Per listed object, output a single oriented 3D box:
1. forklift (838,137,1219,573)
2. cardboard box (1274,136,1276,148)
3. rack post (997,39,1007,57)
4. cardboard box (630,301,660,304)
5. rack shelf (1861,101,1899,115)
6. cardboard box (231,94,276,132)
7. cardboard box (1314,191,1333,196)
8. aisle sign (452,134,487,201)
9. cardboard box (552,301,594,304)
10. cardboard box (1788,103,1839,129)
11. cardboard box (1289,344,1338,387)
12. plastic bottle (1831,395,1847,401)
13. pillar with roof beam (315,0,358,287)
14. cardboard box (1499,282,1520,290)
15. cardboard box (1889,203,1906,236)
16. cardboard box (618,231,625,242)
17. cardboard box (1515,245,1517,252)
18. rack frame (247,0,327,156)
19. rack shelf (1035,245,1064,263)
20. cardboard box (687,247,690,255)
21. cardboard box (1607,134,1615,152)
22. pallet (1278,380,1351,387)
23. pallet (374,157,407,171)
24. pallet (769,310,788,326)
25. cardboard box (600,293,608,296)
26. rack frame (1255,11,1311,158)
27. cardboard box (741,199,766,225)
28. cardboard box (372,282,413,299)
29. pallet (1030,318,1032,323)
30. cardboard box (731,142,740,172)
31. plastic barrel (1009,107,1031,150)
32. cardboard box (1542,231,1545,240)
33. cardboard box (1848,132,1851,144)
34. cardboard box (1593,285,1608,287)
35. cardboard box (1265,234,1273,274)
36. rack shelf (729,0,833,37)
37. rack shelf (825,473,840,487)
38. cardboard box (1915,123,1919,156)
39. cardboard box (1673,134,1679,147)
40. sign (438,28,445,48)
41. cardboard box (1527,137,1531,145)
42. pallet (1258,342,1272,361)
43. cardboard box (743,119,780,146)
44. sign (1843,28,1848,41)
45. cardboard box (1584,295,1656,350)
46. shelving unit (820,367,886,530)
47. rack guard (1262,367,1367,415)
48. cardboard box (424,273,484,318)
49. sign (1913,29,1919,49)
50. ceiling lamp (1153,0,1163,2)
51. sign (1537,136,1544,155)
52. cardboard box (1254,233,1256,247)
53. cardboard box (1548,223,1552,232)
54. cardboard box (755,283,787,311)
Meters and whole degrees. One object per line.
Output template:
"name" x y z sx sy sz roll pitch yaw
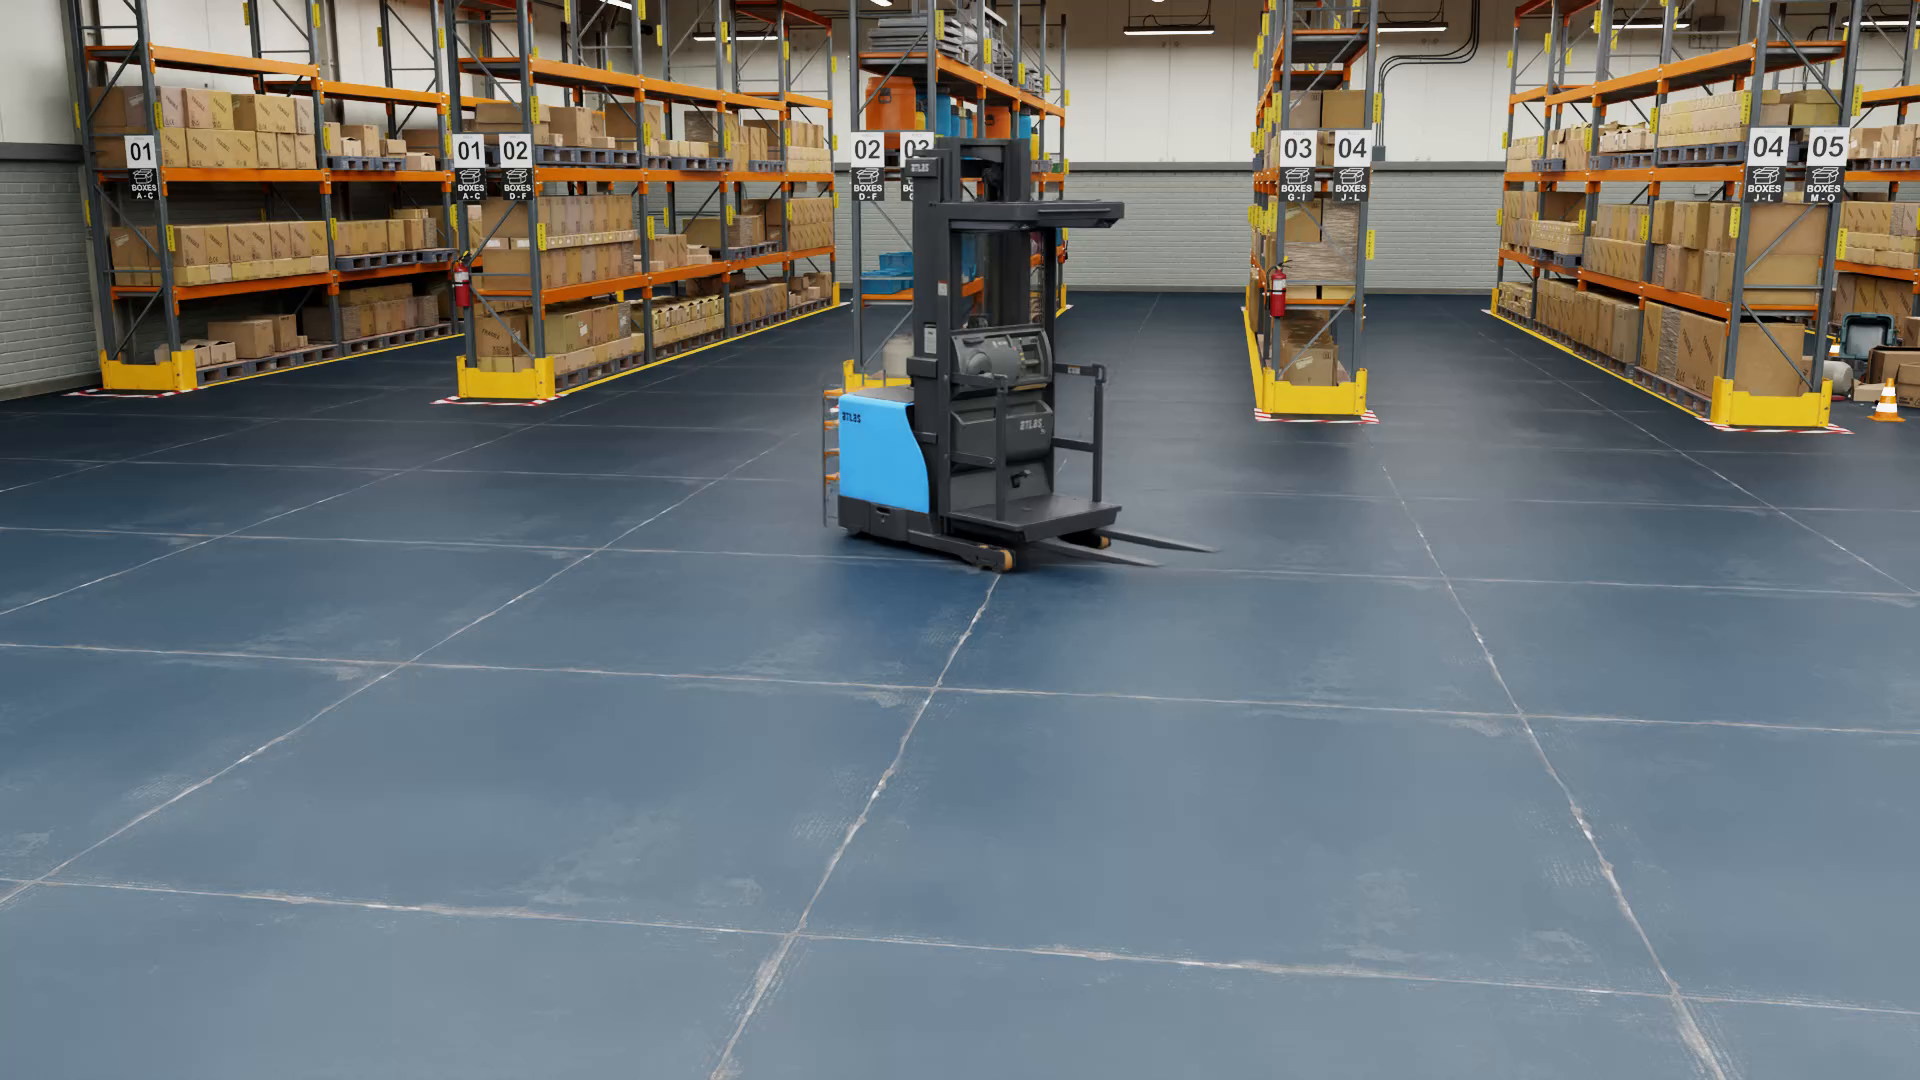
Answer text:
"forklift" 0.451 -1.325 11.685 1.130 2.935 3.031 -11 17 -42
"cardboard box" 4.218 -5.094 21.300 0.380 0.149 0.250 2 12 8
"rack post" 0.475 -8.125 27.612 0.624 0.289 0.986 2 12 9
"cardboard box" -5.044 -3.650 26.507 0.500 0.311 0.500 2 12 8
"rack shelf" 16.061 -7.928 30.578 1.077 0.370 4.000 2 12 9
"cardboard box" -9.905 -5.941 23.162 0.500 0.500 0.500 1 12 7
"cardboard box" 4.992 -4.442 23.562 1.000 1.000 1.000 2 12 9
"aisle sign" -5.972 -4.538 20.259 0.394 0.787 0.004 2 12 9
"cardboard box" -5.506 -3.141 23.698 0.500 0.500 0.500 2 12 9
"cardboard box" 9.329 -4.652 18.257 0.500 0.250 0.500 2 12 9
"cardboard box" 4.229 -2.062 19.879 0.500 0.500 0.500 4 13 19
"plastic bottle" 10.746 -1.743 20.436 0.283 0.061 0.133 -2 12 -11
"pillar with roof beam" -6.138 -7.647 26.616 9.100 9.000 0.400 2 12 9
"cardboard box" 11.046 -5.103 33.409 0.380 0.149 0.250 1 12 6
"cardboard box" 15.030 -5.055 26.217 0.500 0.500 0.500 2 12 10
"cardboard box" -4.965 -4.300 23.551 0.380 0.149 0.250 2 12 7
"cardboard box" 10.960 -5.646 32.167 0.380 0.149 0.250 2 12 8
"rack frame" -9.952 -7.196 24.525 1.000 3.000 0.127 2 12 9
"rack shelf" 1.375 -5.673 33.403 1.077 0.370 4.000 2 12 9
"cardboard box" -4.770 -4.713 27.454 0.500 0.311 0.500 2 12 8
"cardboard box" 9.826 -5.832 24.439 0.500 0.250 0.500 2 12 10
"pallet" 4.288 -1.770 20.206 1.003 0.211 1.213 2 12 9
"pallet" -9.595 -5.979 26.444 1.213 0.211 1.003 2 12 9
"pallet" -3.914 -4.235 31.646 1.003 0.211 1.213 2 12 9
"cardboard box" -8.115 -5.596 36.276 0.700 0.500 0.500 2 12 9
"rack frame" 6.577 -9.213 33.882 1.000 3.000 0.127 2 12 9
"cardboard box" -4.004 -6.421 32.555 0.500 0.500 0.500 2 12 9
"cardboard box" -9.546 -4.188 27.915 0.500 0.250 0.500 2 12 10
"pallet" 0.723 -3.831 29.768 1.003 0.211 1.213 2 12 9
"cardboard box" -4.329 -6.650 28.872 0.910 0.500 0.500 2 12 9
"plastic barrel" 0.956 -7.164 29.311 0.600 0.901 0.708 2 12 9
"cardboard box" 10.176 -5.208 28.435 0.380 0.149 0.250 2 12 11
"cardboard box" 15.929 -7.179 30.087 0.797 0.503 0.637 3 12 13
"cardboard box" 10.655 -4.024 27.203 0.500 0.250 0.500 2 12 8
"cardboard box" 4.489 -3.782 21.978 0.875 0.500 0.500 2 12 9
"rack shelf" -3.519 -10.391 33.169 1.077 0.370 4.000 2 12 9
"rack shelf" -0.823 -0.459 13.035 0.258 0.148 0.480 9 15 36
"cardboard box" 15.047 -6.099 25.313 0.797 0.503 0.637 1 12 5
"cardboard box" 9.108 -4.975 20.702 0.380 0.149 0.250 2 12 8
"sign" -8.799 -8.509 28.210 0.100 0.325 0.005 2 12 9
"cardboard box" 10.798 -7.442 31.009 0.380 0.149 0.250 2 12 8
"pallet" 5.035 -2.836 25.151 1.003 0.211 1.213 2 12 9
"cardboard box" -3.789 -7.876 32.187 0.700 0.500 0.500 2 12 9
"sign" 15.209 -8.616 28.521 0.100 0.325 0.005 2 12 9
"cardboard box" 9.918 -3.233 24.717 1.050 0.750 0.750 2 12 10
"shelving unit" -0.823 -0.718 12.979 0.258 1.200 0.503 9 15 36
"rack guard" 4.128 -1.743 19.396 1.175 0.500 0.348 2 12 9
"cardboard box" -9.094 -4.400 29.894 0.750 0.750 0.750 2 12 8
"sign" 16.292 -8.539 28.352 0.100 0.325 0.005 2 12 9
"ceiling lamp" 3.455 -9.601 29.291 0.237 0.041 1.941 2 12 9
"sign" 10.310 -7.001 29.511 0.100 0.325 0.005 2 12 9
"cardboard box" 5.770 -5.620 31.101 0.500 0.250 0.500 2 12 8
"cardboard box" 10.096 -5.247 27.905 0.380 0.149 0.250 2 12 10
"cardboard box" -3.619 -4.650 31.841 0.500 0.500 0.500 2 12 8
